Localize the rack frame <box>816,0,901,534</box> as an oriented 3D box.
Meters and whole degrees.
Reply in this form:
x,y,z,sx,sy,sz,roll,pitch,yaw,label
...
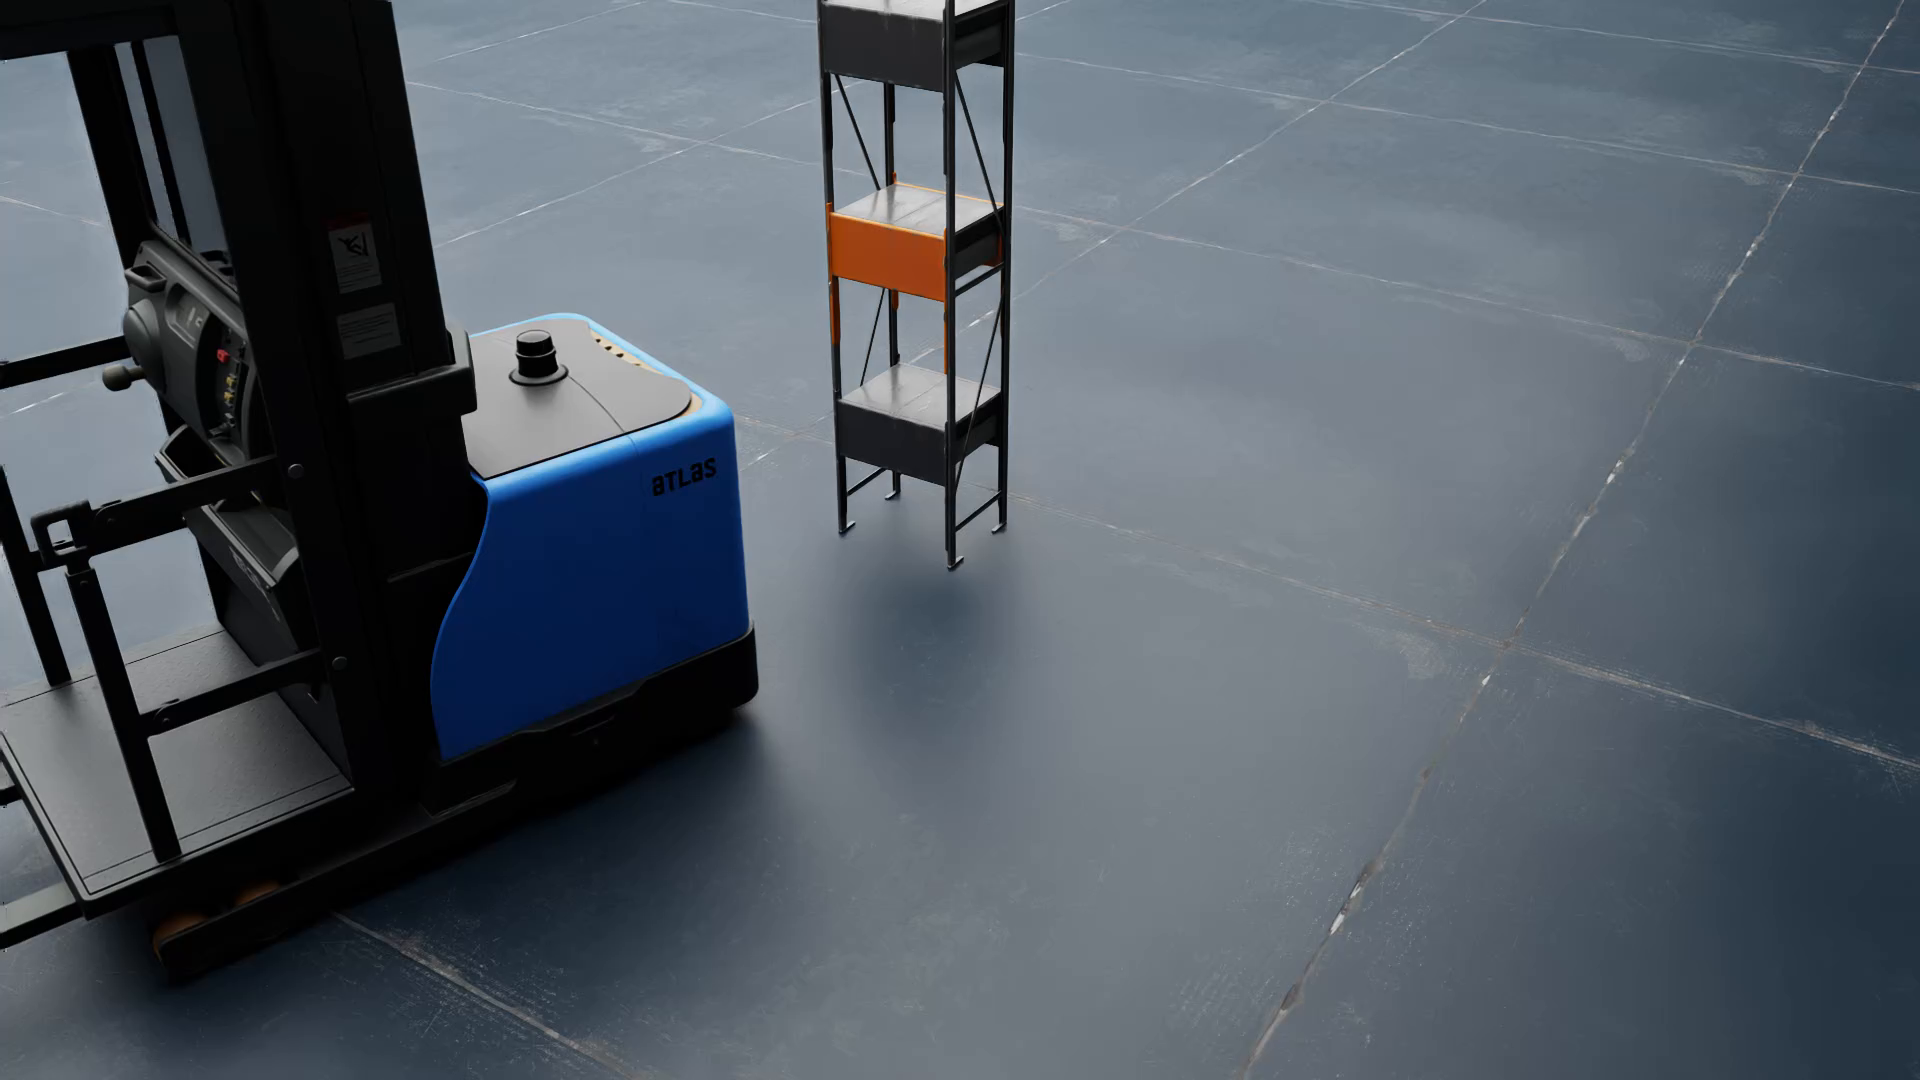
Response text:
x,y,z,sx,sy,sz,roll,pitch,yaw,label
-0.347,-1.017,5.909,0.015,2.100,0.400,18,35,27,rack frame

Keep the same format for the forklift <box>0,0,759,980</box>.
x,y,z,sx,sy,sz,roll,pitch,yaw,label
-2.099,-0.440,4.095,3.031,2.935,1.130,-23,37,-33,forklift

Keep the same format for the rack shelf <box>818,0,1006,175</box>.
x,y,z,sx,sy,sz,roll,pitch,yaw,label
-0.140,-1.544,5.451,0.480,0.518,0.431,18,35,27,rack shelf

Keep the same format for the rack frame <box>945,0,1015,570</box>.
x,y,z,sx,sy,sz,roll,pitch,yaw,label
0.066,-0.886,5.685,0.015,2.100,0.400,18,35,27,rack frame

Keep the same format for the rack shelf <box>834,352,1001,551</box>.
x,y,z,sx,sy,sz,roll,pitch,yaw,label
-0.140,-0.335,6.157,0.480,0.518,0.431,18,35,27,rack shelf

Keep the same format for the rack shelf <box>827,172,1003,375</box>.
x,y,z,sx,sy,sz,roll,pitch,yaw,label
-0.140,-0.940,5.804,0.480,0.518,0.431,18,35,27,rack shelf

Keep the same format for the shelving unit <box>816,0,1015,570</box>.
x,y,z,sx,sy,sz,roll,pitch,yaw,label
-0.140,-0.951,5.797,0.503,2.100,0.431,18,35,27,shelving unit
